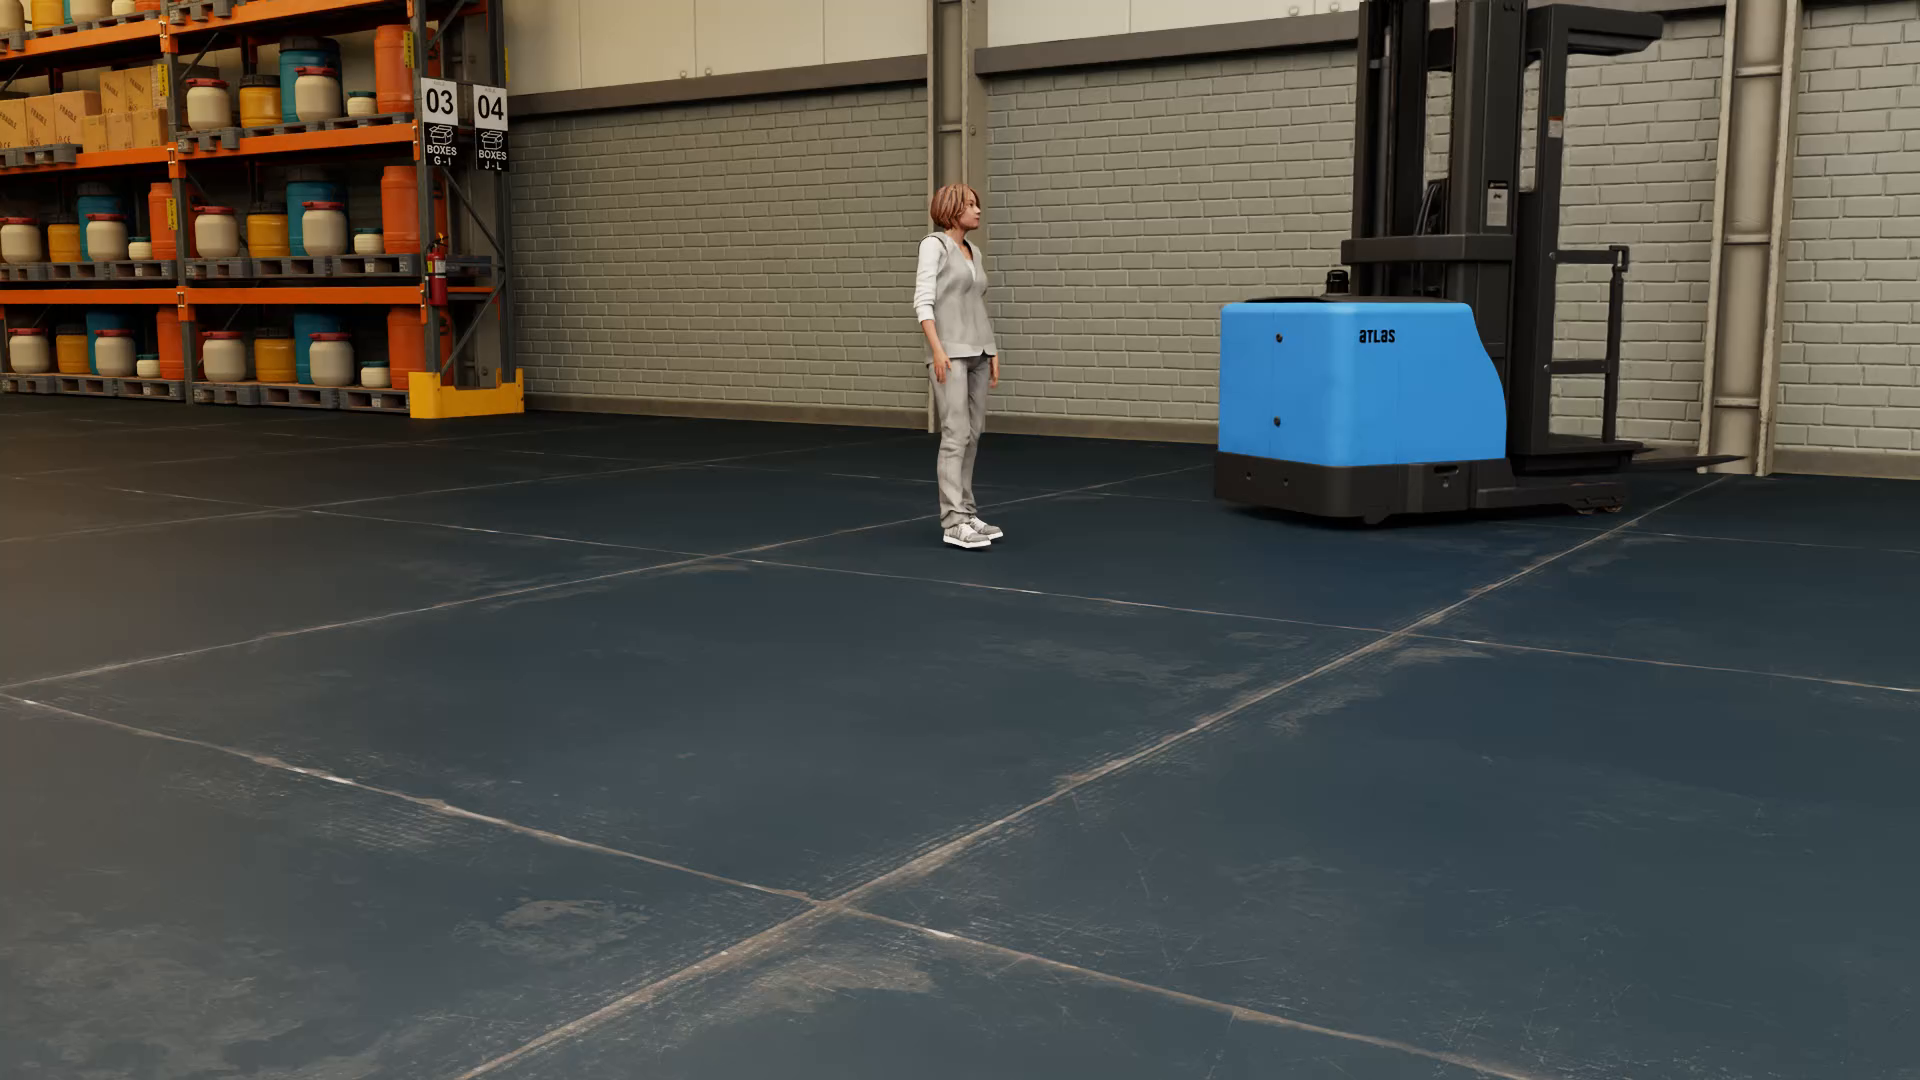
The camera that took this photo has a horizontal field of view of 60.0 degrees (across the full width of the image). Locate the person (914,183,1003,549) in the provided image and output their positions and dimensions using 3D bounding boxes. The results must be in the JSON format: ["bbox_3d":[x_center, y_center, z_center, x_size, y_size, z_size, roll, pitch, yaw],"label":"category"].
[{"bbox_3d":[0.053,-0.790,7.438,0.475,1.596,0.521,5,10,34],"label":"person"}]

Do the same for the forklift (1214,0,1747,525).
[{"bbox_3d":[2.881,-1.640,8.726,3.031,2.935,1.130,-4,9,-26],"label":"forklift"}]
